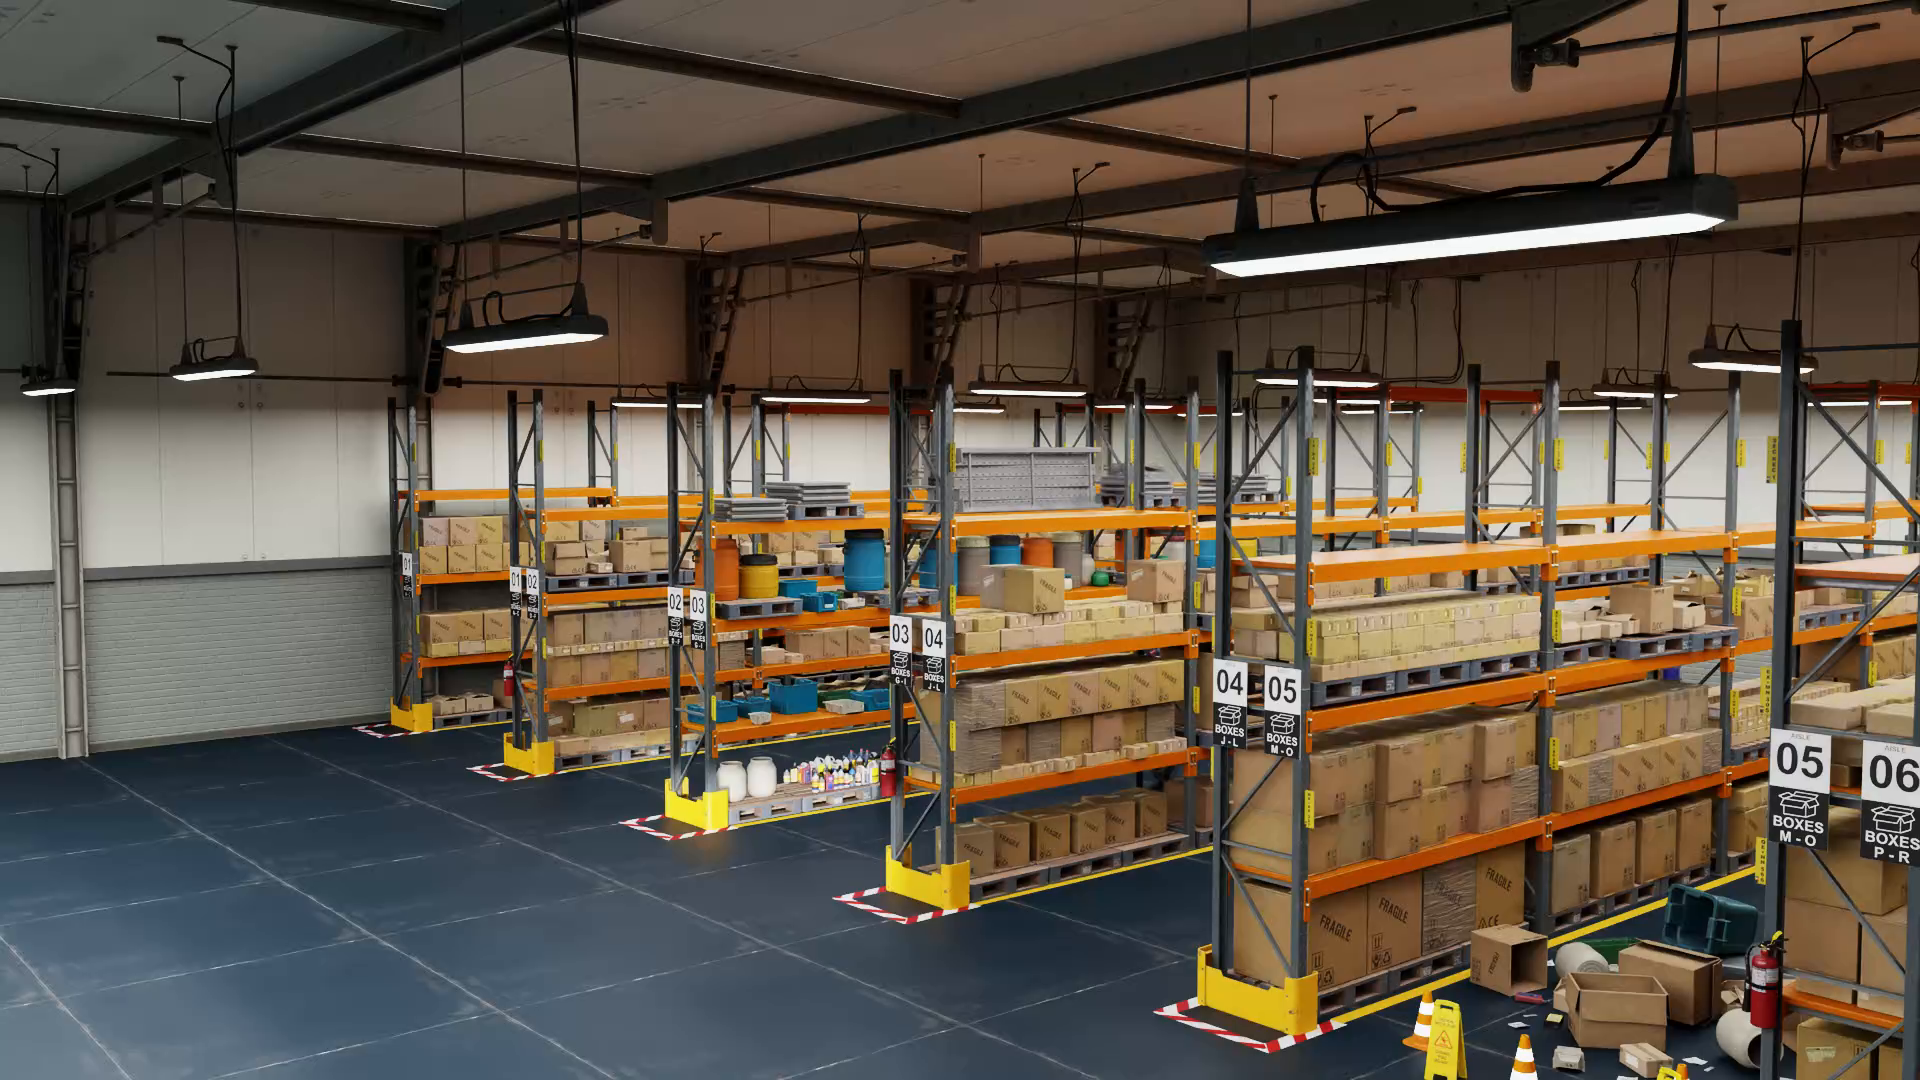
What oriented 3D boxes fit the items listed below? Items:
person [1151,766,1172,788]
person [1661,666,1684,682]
[{"bbox_3d":[2.897,2.870,24.784,0.592,1.681,0.645,-3,5,-44],"label":"person"},{"bbox_3d":[12.732,2.615,29.855,0.571,1.607,0.581,-1,4,-20],"label":"person"}]
